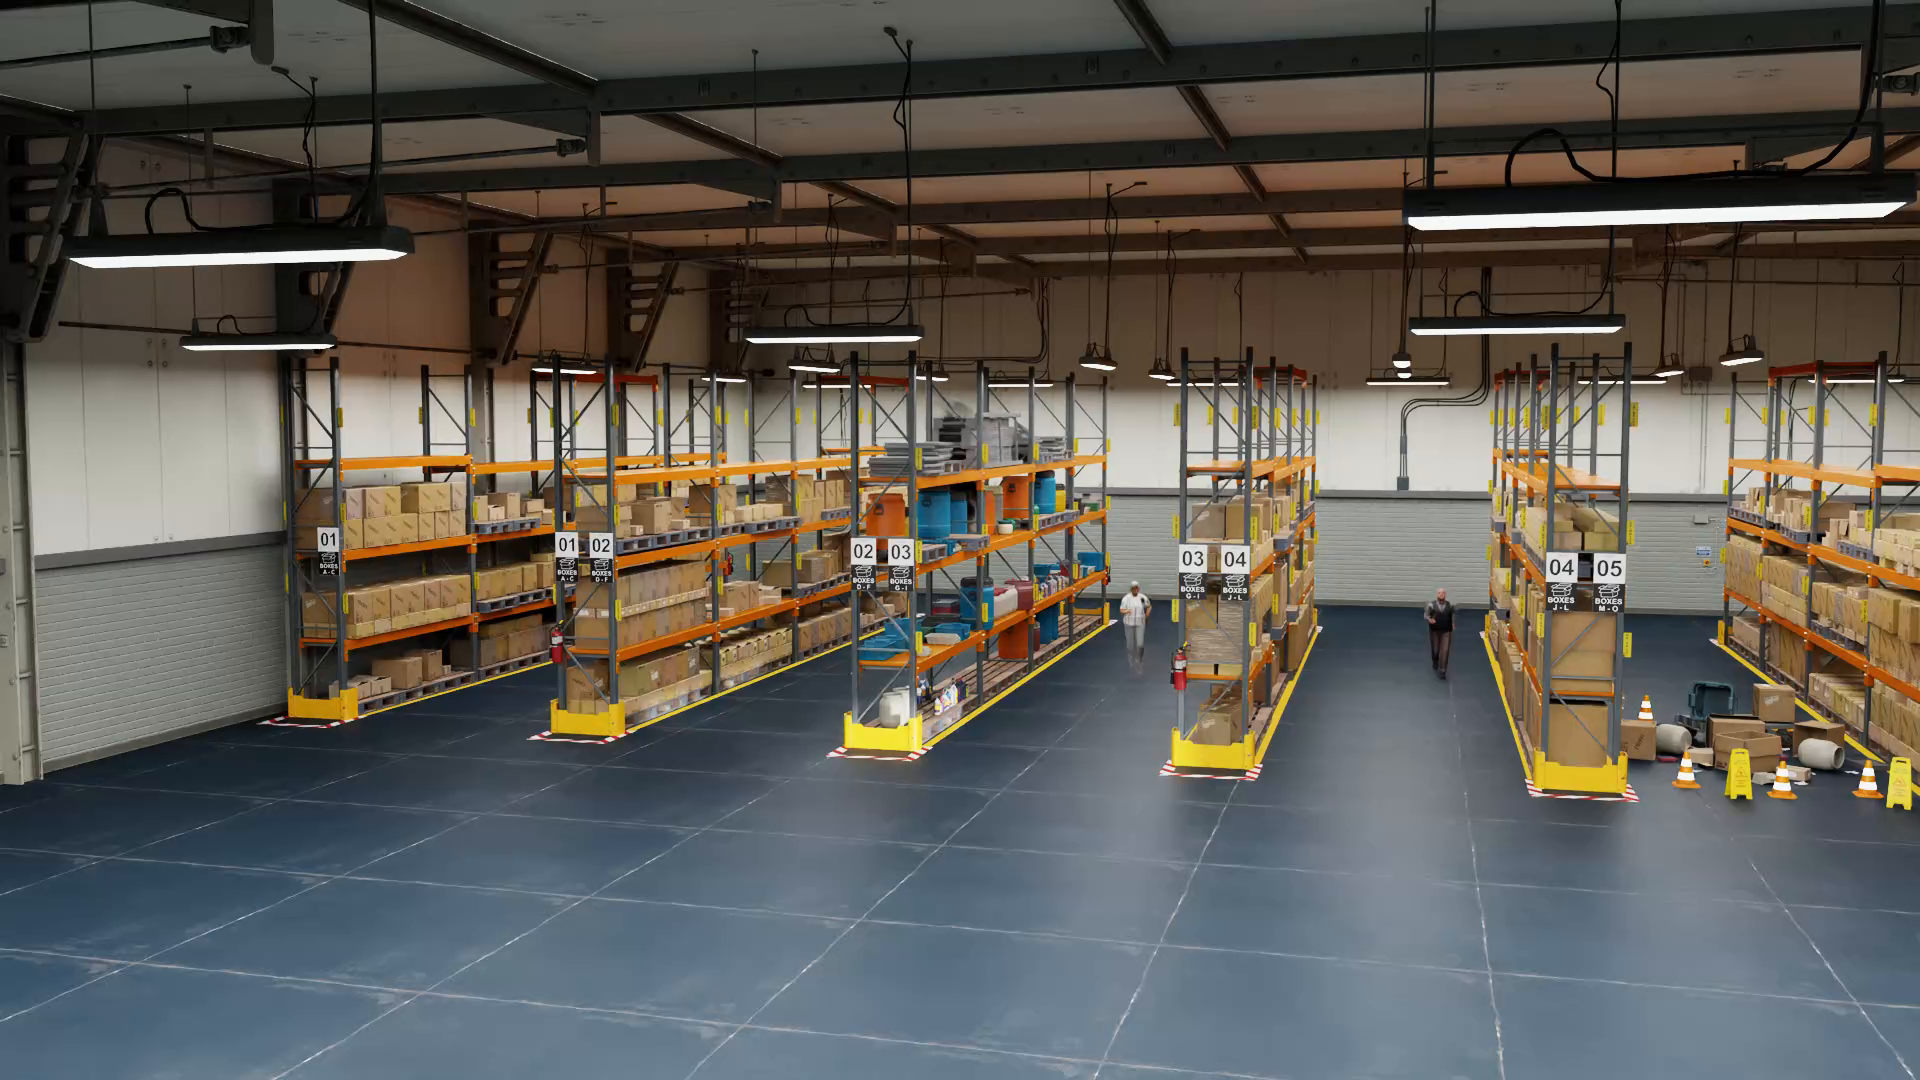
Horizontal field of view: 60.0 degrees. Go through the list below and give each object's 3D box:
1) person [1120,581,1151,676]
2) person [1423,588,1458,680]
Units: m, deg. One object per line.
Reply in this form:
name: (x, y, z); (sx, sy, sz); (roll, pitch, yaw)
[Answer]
person: (3.266, 1.648, 30.961); (0.586, 1.766, 0.650); (0, 4, 6)
person: (9.267, 1.787, 32.060); (0.661, 1.717, 0.936); (1, 4, 12)
